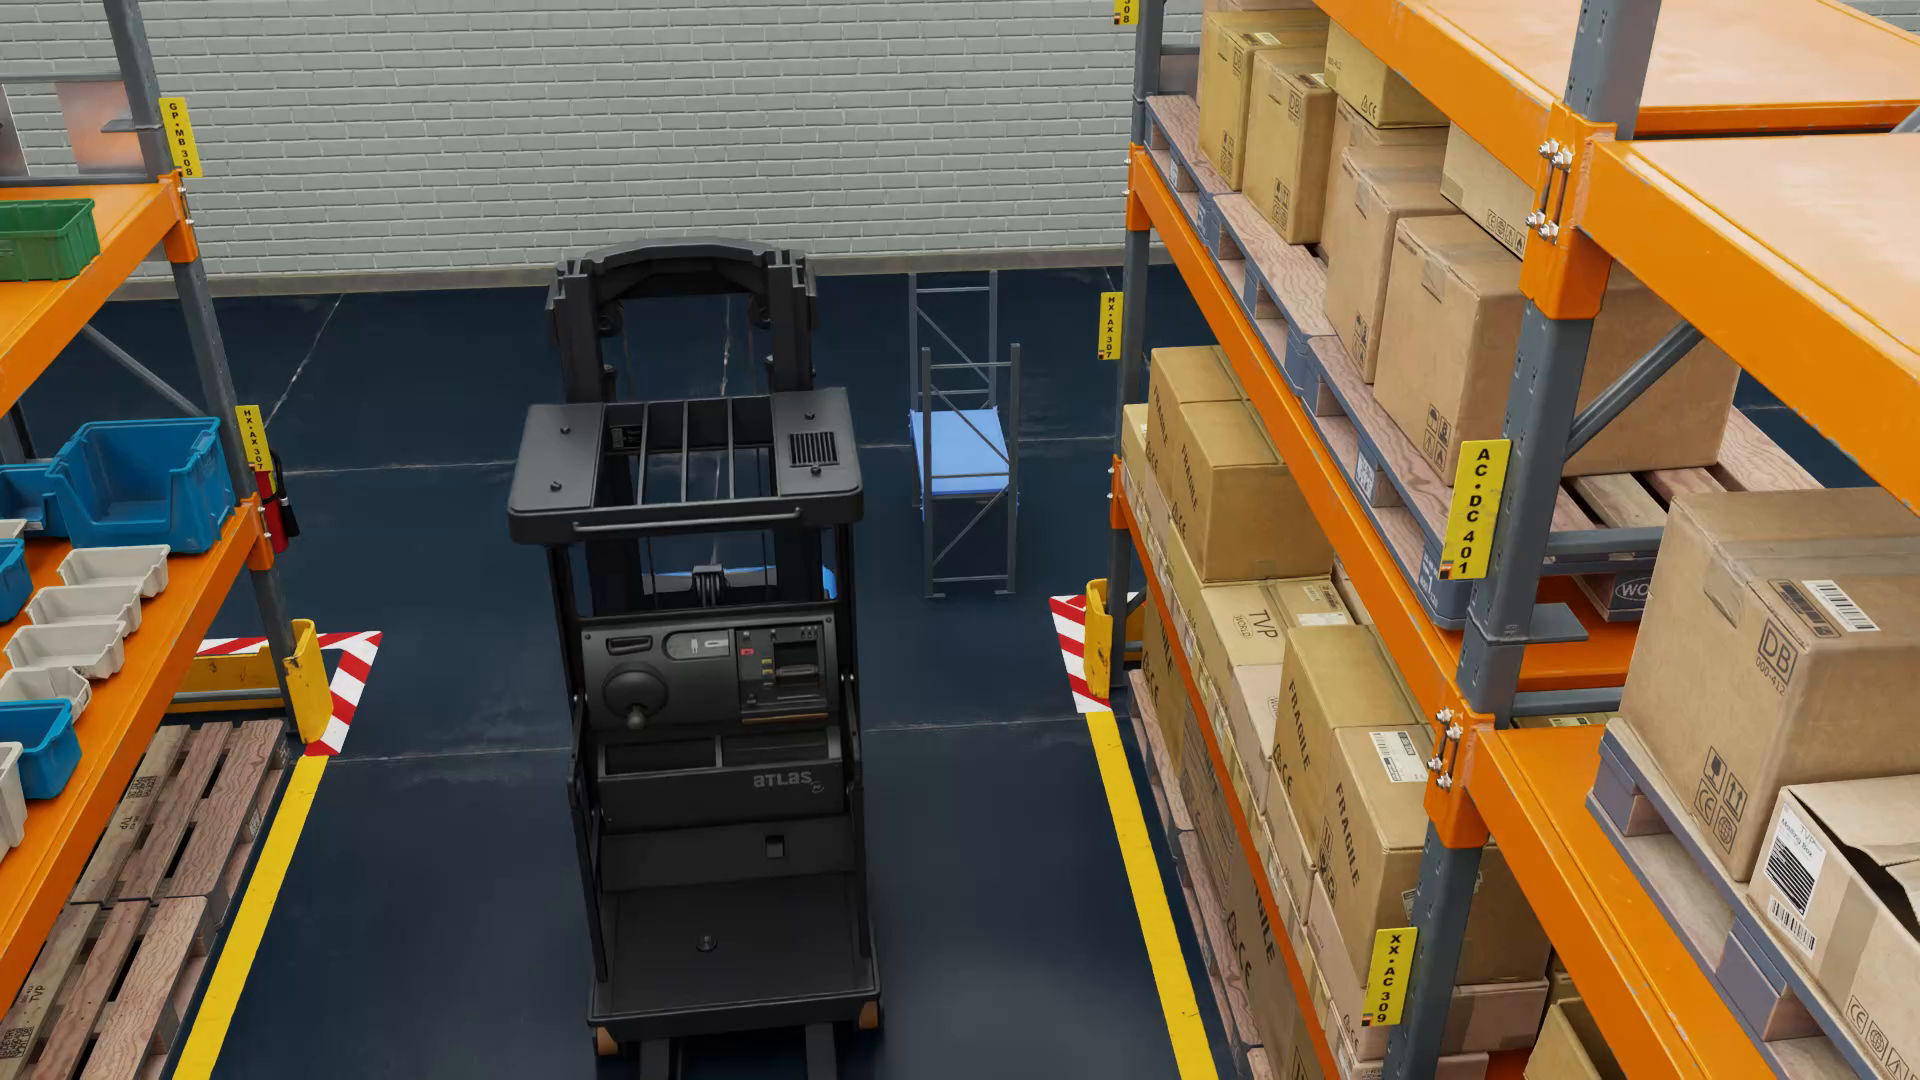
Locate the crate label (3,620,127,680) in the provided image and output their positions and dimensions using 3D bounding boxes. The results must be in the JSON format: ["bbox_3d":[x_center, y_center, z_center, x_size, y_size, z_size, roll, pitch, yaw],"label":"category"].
[{"bbox_3d":[-3.377,0.437,6.292,0.396,0.136,0.243,-3,31,-5],"label":"crate label"}]

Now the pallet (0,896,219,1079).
[{"bbox_3d":[-3.547,1.894,6.374,1.003,0.211,1.213,-3,31,-5],"label":"pallet"}]

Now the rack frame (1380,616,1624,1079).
[{"bbox_3d":[1.608,1.457,4.386,1.000,3.000,0.127,-3,31,-5],"label":"rack frame"}]

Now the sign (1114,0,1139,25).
[{"bbox_3d":[0.682,-2.258,6.752,0.100,0.325,0.005,-3,31,-5],"label":"sign"}]

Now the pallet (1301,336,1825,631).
[{"bbox_3d":[1.542,-0.211,4.339,1.003,0.211,1.213,-3,31,-5],"label":"pallet"}]

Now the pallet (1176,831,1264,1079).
[{"bbox_3d":[1.498,1.638,6.802,1.003,0.211,1.213,-3,31,-5],"label":"pallet"}]

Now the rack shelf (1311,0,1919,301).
[{"bbox_3d":[1.422,-1.659,4.844,1.077,0.370,4.000,-3,31,-5],"label":"rack shelf"}]

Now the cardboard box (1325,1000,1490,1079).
[{"bbox_3d":[1.254,1.425,4.684,0.380,0.149,0.250,-3,31,-4],"label":"cardboard box"}]

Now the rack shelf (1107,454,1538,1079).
[{"bbox_3d":[1.422,0.745,6.280,1.077,0.370,4.000,-3,31,-5],"label":"rack shelf"}]

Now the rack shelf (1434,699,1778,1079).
[{"bbox_3d":[1.795,1.499,2.091,1.077,0.370,4.000,-3,31,-5],"label":"rack shelf"}]

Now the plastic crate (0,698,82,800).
[{"bbox_3d":[-3.249,0.735,5.700,0.416,0.233,0.300,-3,31,-5],"label":"plastic crate"}]

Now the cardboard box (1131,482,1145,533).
[{"bbox_3d":[0.965,-0.149,7.320,0.380,0.149,0.250,-3,31,-5],"label":"cardboard box"}]

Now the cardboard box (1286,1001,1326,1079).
[{"bbox_3d":[1.626,1.848,5.393,0.875,0.875,0.875,-3,31,-5],"label":"cardboard box"}]

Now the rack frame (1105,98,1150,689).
[{"bbox_3d":[1.235,-0.585,7.805,1.000,3.000,0.127,-3,31,-5],"label":"rack frame"}]

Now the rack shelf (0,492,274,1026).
[{"bbox_3d":[-3.510,0.982,5.882,1.077,0.370,4.000,-3,31,-5],"label":"rack shelf"}]

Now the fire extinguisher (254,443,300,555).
[{"bbox_3d":[-3.258,-0.253,7.688,0.296,0.674,0.183,-3,31,-5],"label":"fire extinguisher"}]

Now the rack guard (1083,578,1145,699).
[{"bbox_3d":[1.233,0.476,8.466,1.175,0.500,0.348,-3,31,-5],"label":"rack guard"}]

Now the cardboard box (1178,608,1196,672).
[{"bbox_3d":[1.062,0.376,6.440,0.380,0.149,0.250,-3,31,-5],"label":"cardboard box"}]

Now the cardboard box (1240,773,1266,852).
[{"bbox_3d":[1.157,0.900,5.564,0.380,0.149,0.250,-2,31,-4],"label":"cardboard box"}]

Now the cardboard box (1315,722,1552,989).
[{"bbox_3d":[1.299,0.850,4.527,0.500,0.500,0.500,-2,31,-3],"label":"cardboard box"}]

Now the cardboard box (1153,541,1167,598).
[{"bbox_3d":[1.015,0.115,6.878,0.380,0.149,0.250,-3,31,-5],"label":"cardboard box"}]

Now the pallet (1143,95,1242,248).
[{"bbox_3d":[1.314,-1.456,6.425,1.003,0.211,1.213,-3,31,-5],"label":"pallet"}]

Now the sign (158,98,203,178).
[{"bbox_3d":[-3.150,-1.625,6.723,0.100,0.325,0.005,-3,31,-5],"label":"sign"}]

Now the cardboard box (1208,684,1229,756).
[{"bbox_3d":[1.111,0.639,6.001,0.380,0.149,0.250,-2,31,-4],"label":"cardboard box"}]

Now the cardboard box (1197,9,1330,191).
[{"bbox_3d":[1.269,-1.583,5.946,0.700,0.500,0.500,-4,31,-6],"label":"cardboard box"}]

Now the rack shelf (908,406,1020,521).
[{"bbox_3d":[0.008,-0.446,9.385,0.538,0.185,1.000,-3,31,-5],"label":"rack shelf"}]

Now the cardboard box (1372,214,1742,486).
[{"bbox_3d":[1.476,-0.493,4.122,0.700,0.500,0.500,-5,31,-8],"label":"cardboard box"}]

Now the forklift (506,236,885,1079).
[{"bbox_3d":[-0.893,0.537,5.993,1.130,2.935,3.031,-4,31,-6],"label":"forklift"}]

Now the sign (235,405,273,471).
[{"bbox_3d":[-3.150,-0.452,7.424,0.100,0.325,0.005,-3,31,-5],"label":"sign"}]

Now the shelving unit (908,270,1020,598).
[{"bbox_3d":[0.008,-0.600,9.293,0.538,1.500,1.048,-3,31,-5],"label":"shelving unit"}]

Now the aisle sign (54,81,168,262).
[{"bbox_3d":[-3.412,-1.515,6.826,0.394,0.787,0.004,-3,31,-5],"label":"aisle sign"}]

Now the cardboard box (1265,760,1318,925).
[{"bbox_3d":[1.255,0.917,5.146,0.500,0.250,0.500,-2,31,-3],"label":"cardboard box"}]

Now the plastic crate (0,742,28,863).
[{"bbox_3d":[-3.282,0.931,5.323,0.437,0.282,0.530,-3,31,-5],"label":"plastic crate"}]

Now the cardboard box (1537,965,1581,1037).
[{"bbox_3d":[1.825,1.141,4.770,0.500,0.250,0.500,-3,31,-5],"label":"cardboard box"}]

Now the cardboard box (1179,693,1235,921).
[{"bbox_3d":[1.459,0.934,6.923,0.875,0.875,0.875,-3,31,-5],"label":"cardboard box"}]

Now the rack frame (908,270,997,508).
[{"bbox_3d":[-0.040,-0.860,9.727,0.500,1.500,0.032,-3,31,-5],"label":"rack frame"}]

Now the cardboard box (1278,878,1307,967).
[{"bbox_3d":[1.206,1.163,5.124,0.380,0.149,0.250,-3,31,-5],"label":"cardboard box"}]

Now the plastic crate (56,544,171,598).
[{"bbox_3d":[-3.440,0.147,6.777,0.396,0.136,0.243,-3,31,-5],"label":"plastic crate"}]

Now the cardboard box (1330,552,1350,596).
[{"bbox_3d":[1.639,0.105,6.505,0.500,0.250,0.500,-4,31,-6],"label":"cardboard box"}]

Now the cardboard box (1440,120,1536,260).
[{"bbox_3d":[1.527,-0.899,4.070,0.500,0.250,0.500,-5,31,-8],"label":"cardboard box"}]

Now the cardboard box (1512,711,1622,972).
[{"bbox_3d":[1.818,0.815,4.585,0.500,0.500,0.500,-3,31,-5],"label":"cardboard box"}]

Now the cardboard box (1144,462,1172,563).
[{"bbox_3d":[1.066,-0.125,6.891,0.500,0.250,0.500,-3,31,-5],"label":"cardboard box"}]

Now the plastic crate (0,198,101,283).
[{"bbox_3d":[-3.320,-1.055,5.872,0.450,0.188,0.336,-3,31,-5],"label":"plastic crate"}]

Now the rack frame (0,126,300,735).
[{"bbox_3d":[-3.697,-0.348,7.407,1.000,3.000,0.127,-3,31,-5],"label":"rack frame"}]

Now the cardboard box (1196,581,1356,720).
[{"bbox_3d":[1.163,0.398,6.016,0.500,0.250,0.500,-3,31,-6],"label":"cardboard box"}]

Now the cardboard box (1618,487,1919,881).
[{"bbox_3d":[1.673,0.242,2.988,0.700,0.500,0.500,-2,31,-3],"label":"cardboard box"}]

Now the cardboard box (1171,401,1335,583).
[{"bbox_3d":[1.112,-0.193,6.273,0.500,0.500,0.500,-4,31,-6],"label":"cardboard box"}]

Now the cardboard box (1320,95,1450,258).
[{"bbox_3d":[1.522,-1.042,5.040,0.700,0.500,0.500,-1,31,-2],"label":"cardboard box"}]

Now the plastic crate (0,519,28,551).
[{"bbox_3d":[-4.054,0.049,6.941,0.250,0.136,0.298,-3,31,-5],"label":"plastic crate"}]
